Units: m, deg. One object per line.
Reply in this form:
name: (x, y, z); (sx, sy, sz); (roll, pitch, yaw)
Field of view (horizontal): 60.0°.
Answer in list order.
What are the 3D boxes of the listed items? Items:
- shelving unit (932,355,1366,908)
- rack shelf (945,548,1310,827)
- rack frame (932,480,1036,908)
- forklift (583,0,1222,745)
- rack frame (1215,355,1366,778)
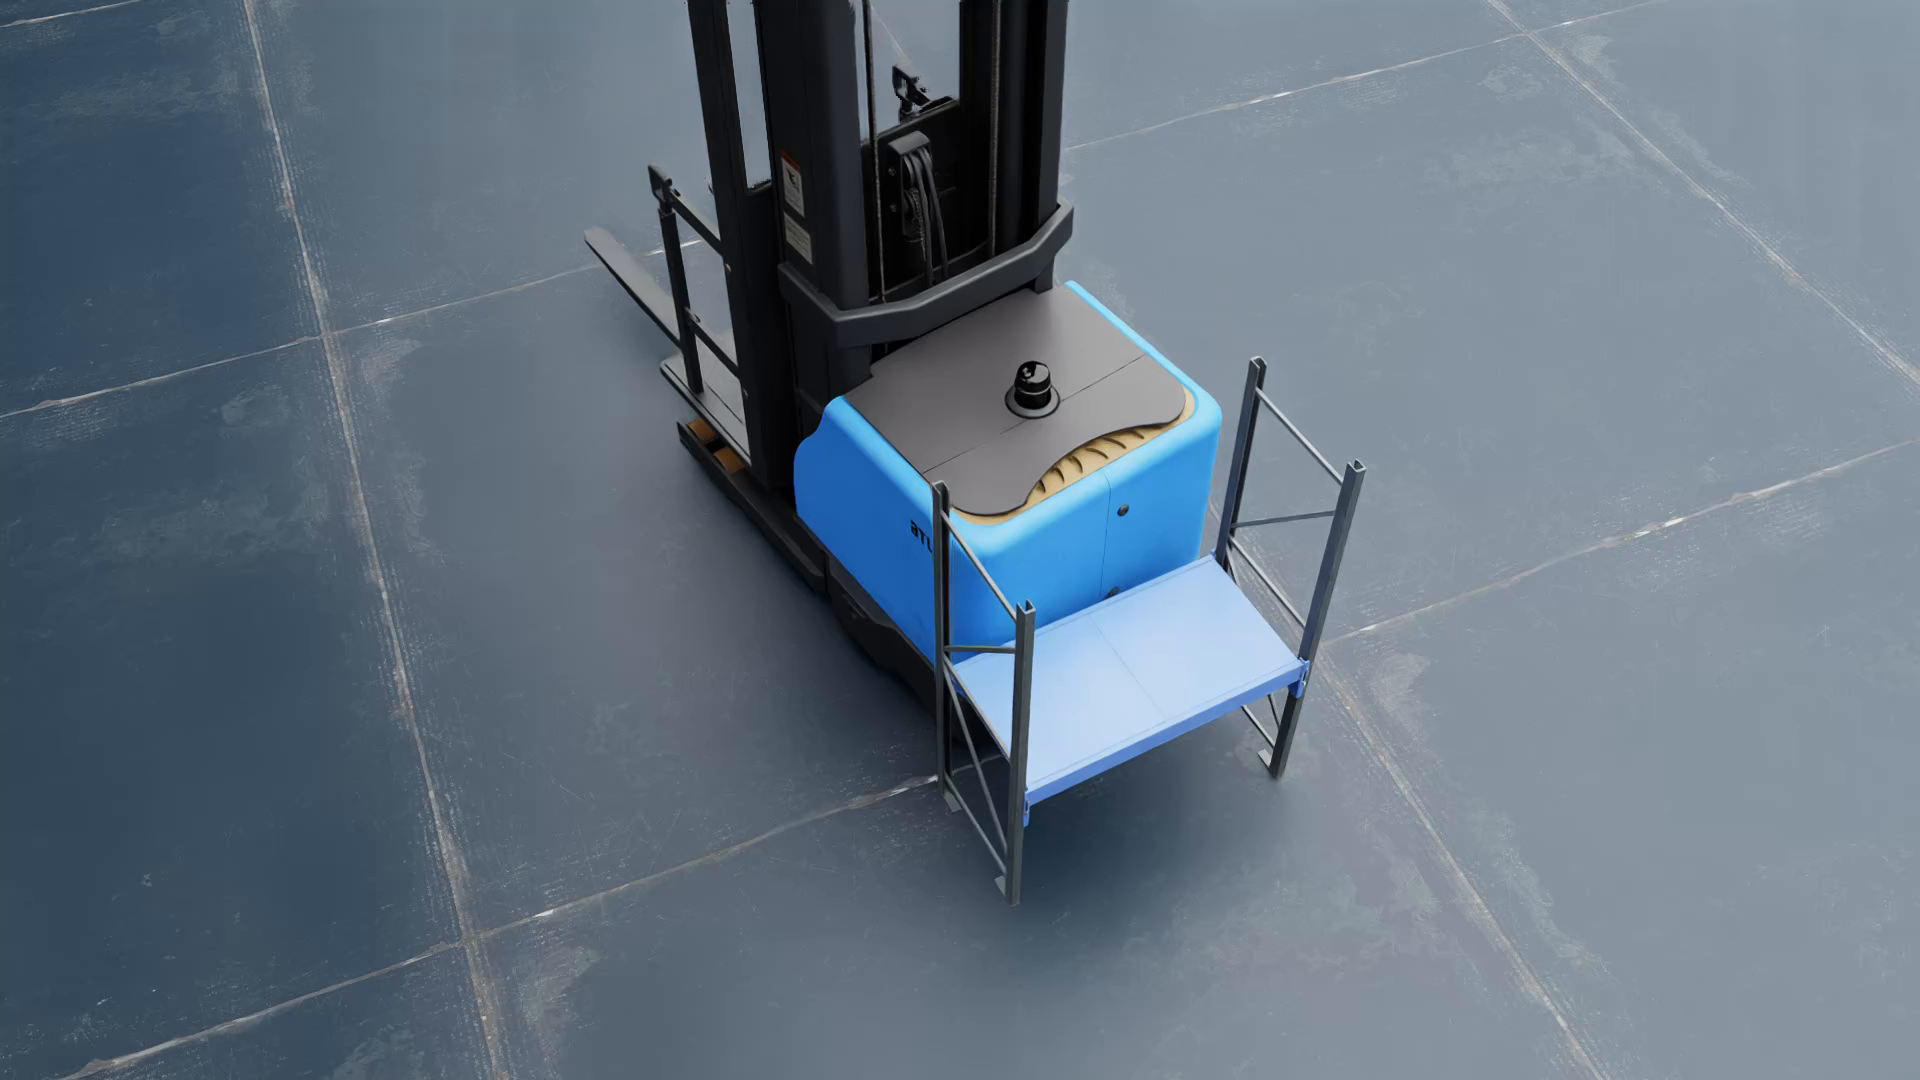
shelving unit: (0.505, 0.319, 4.988); (1.048, 1.500, 0.538); (-22, 53, -18)
rack shelf: (0.505, 0.436, 5.124); (1.000, 0.185, 0.538); (-22, 53, -18)
rack frame: (0.057, 0.501, 4.831); (0.032, 1.500, 0.500); (-22, 53, -18)
forklift: (-0.438, -1.351, 5.478); (1.130, 2.935, 3.031); (-29, 55, -23)
rack frame: (0.953, 0.137, 5.144); (0.032, 1.500, 0.500); (-22, 53, -18)
